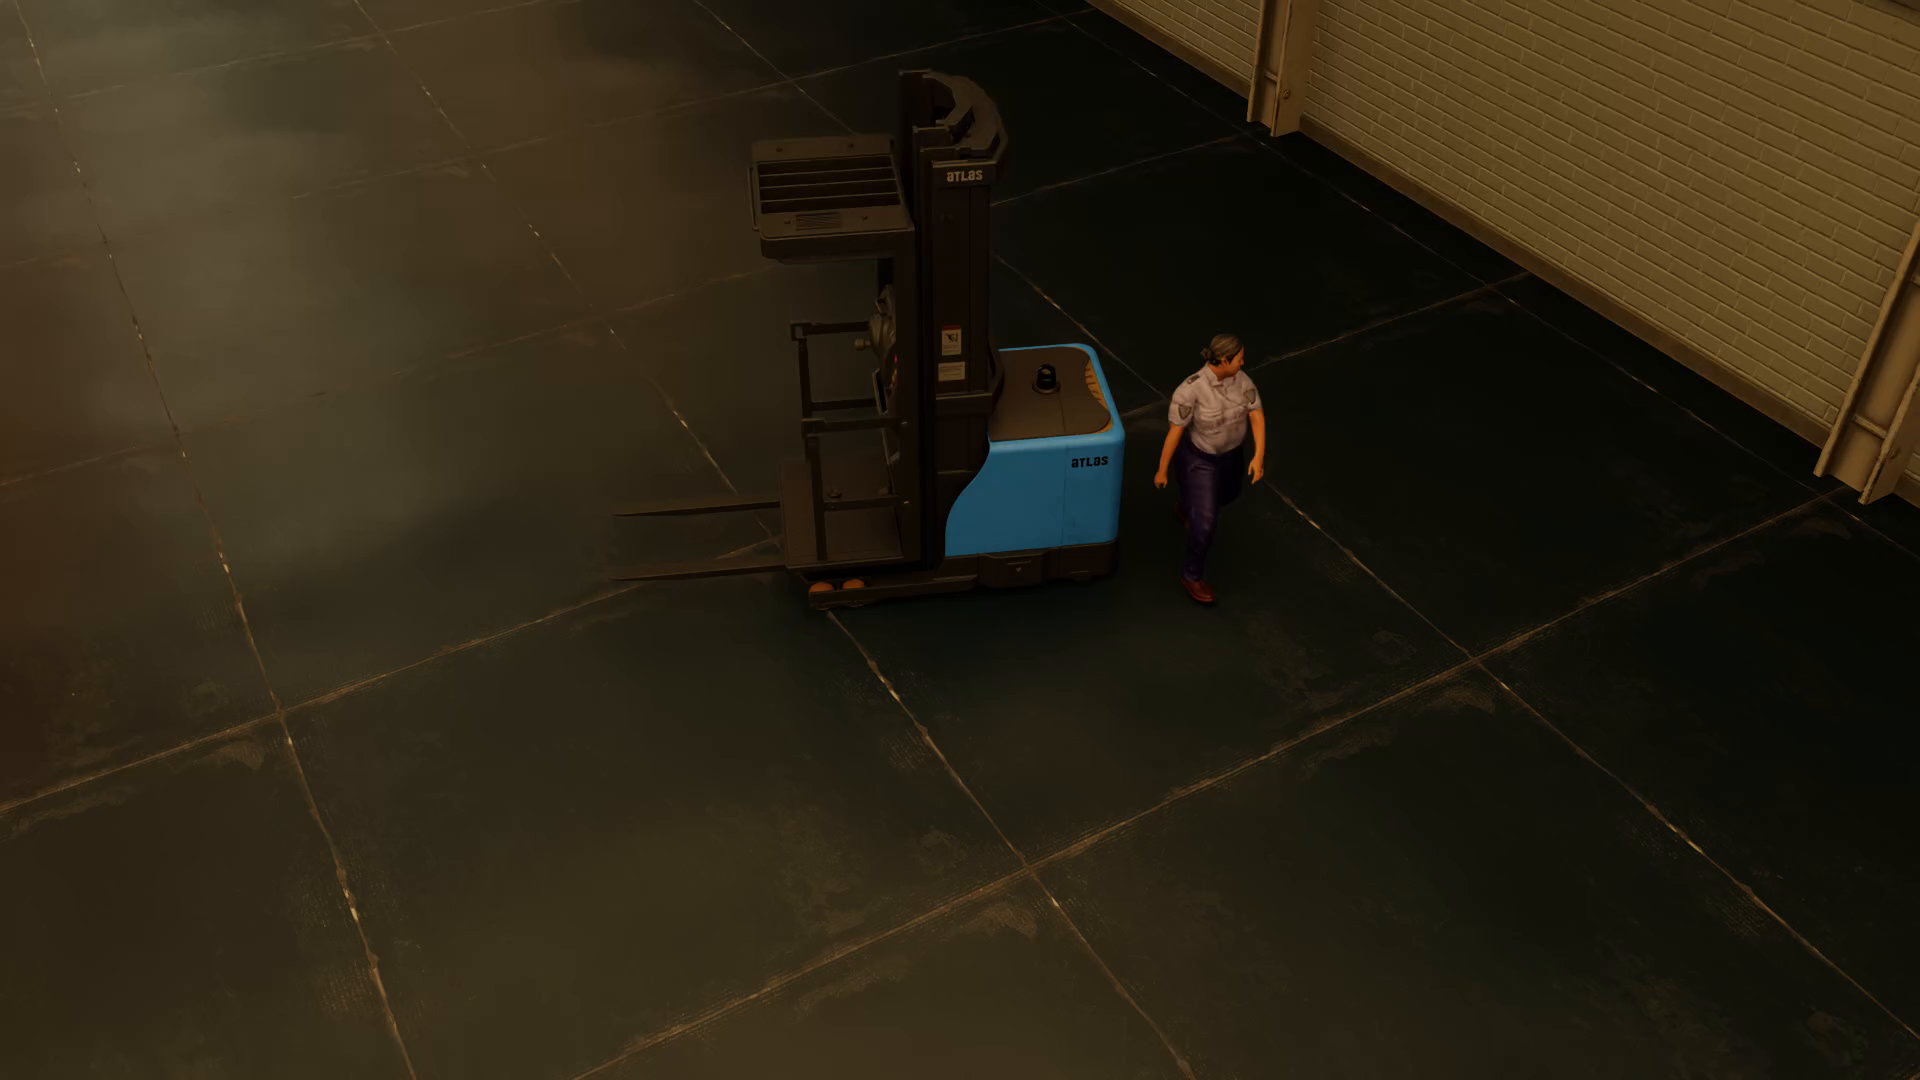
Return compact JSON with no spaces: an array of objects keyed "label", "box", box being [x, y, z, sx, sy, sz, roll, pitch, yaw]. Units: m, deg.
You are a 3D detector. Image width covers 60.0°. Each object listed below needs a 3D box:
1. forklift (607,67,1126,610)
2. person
[{"label":"forklift","box":[-0.604,-1.075,9.332,3.031,2.935,1.130,-5,40,-6]},{"label":"person","box":[1.429,-0.467,9.692,0.657,1.561,0.806,-26,46,-28]}]
